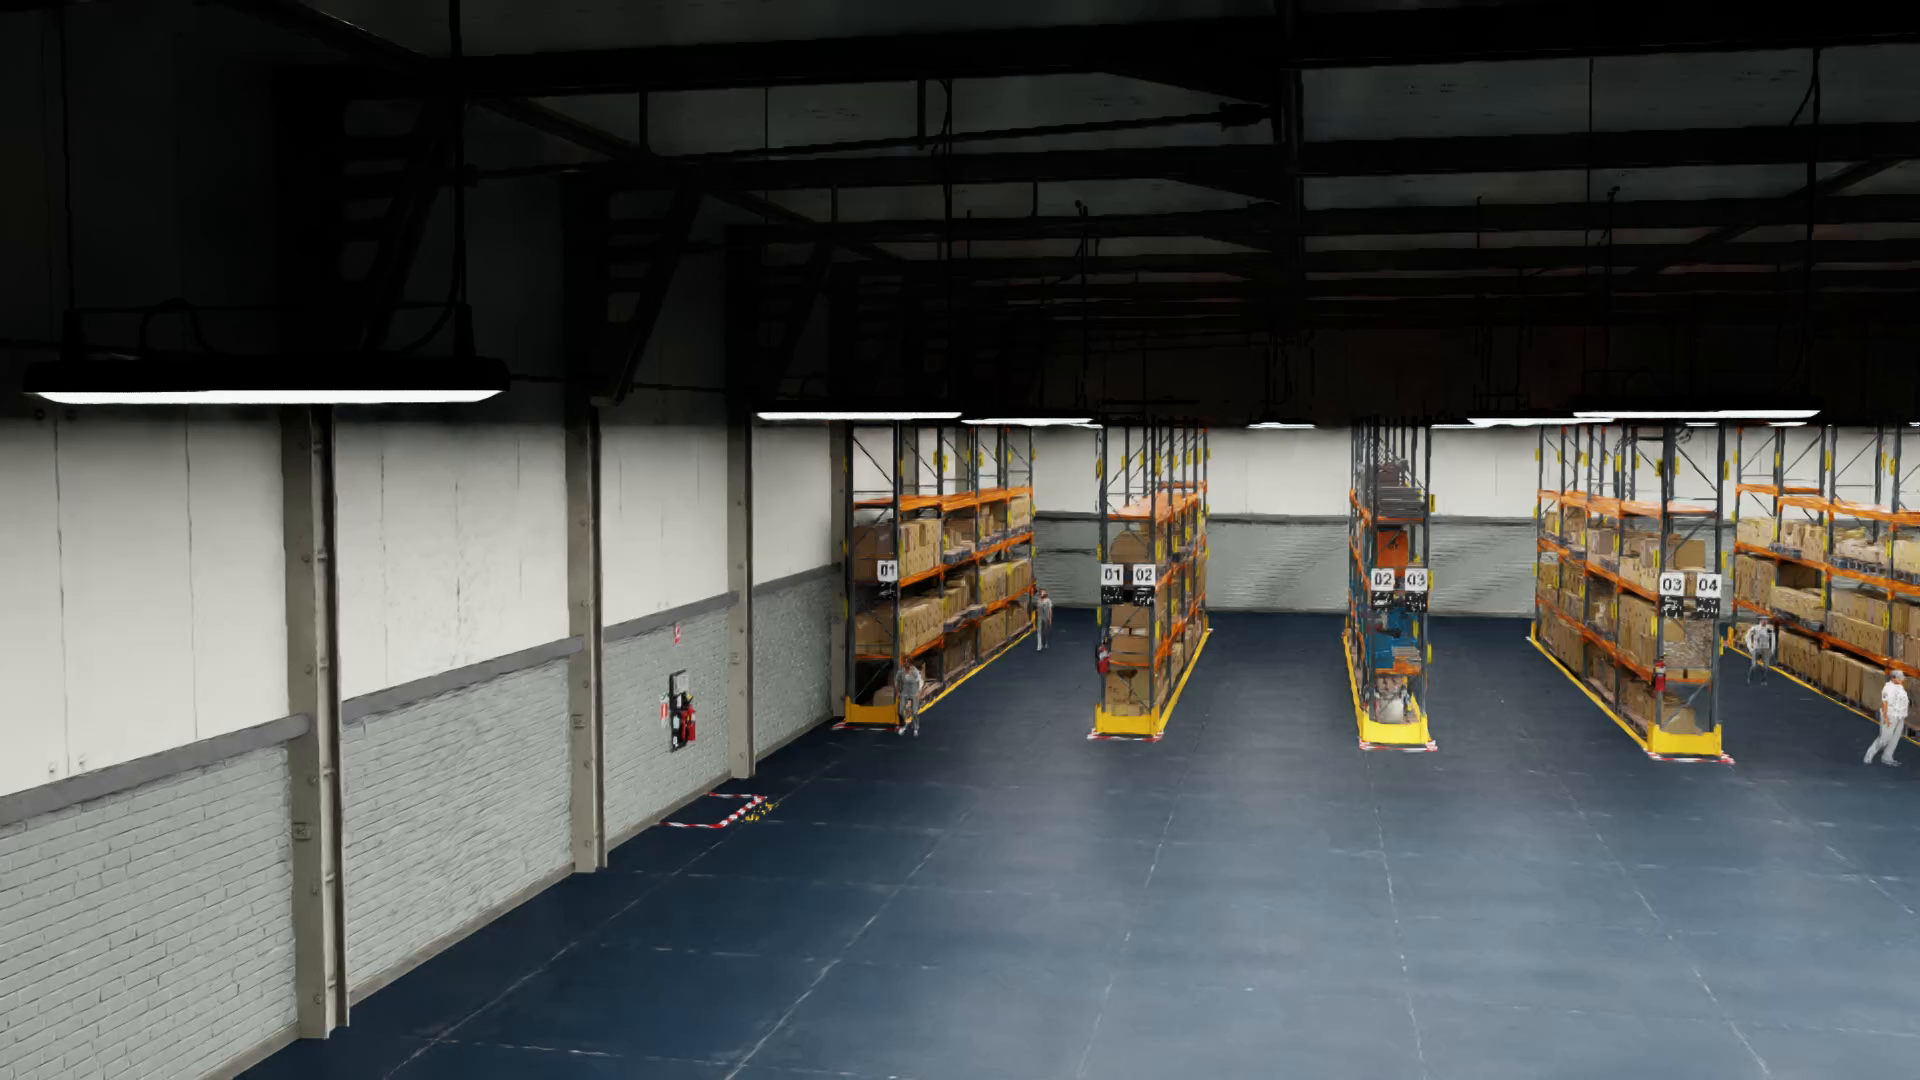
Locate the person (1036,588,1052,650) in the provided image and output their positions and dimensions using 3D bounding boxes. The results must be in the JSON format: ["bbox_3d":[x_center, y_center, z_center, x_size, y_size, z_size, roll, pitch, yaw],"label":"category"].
[{"bbox_3d":[2.185,2.036,43.205,0.453,1.612,1.019,1,4,10],"label":"person"}]

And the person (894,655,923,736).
[{"bbox_3d":[-0.953,2.895,30.994,0.566,1.541,0.519,1,4,10],"label":"person"}]

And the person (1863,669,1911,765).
[{"bbox_3d":[15.767,3.012,28.293,0.669,1.655,0.536,-2,4,-30],"label":"person"}]

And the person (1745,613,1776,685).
[{"bbox_3d":[17.937,2.435,37.252,0.639,1.632,0.505,1,4,10],"label":"person"}]
